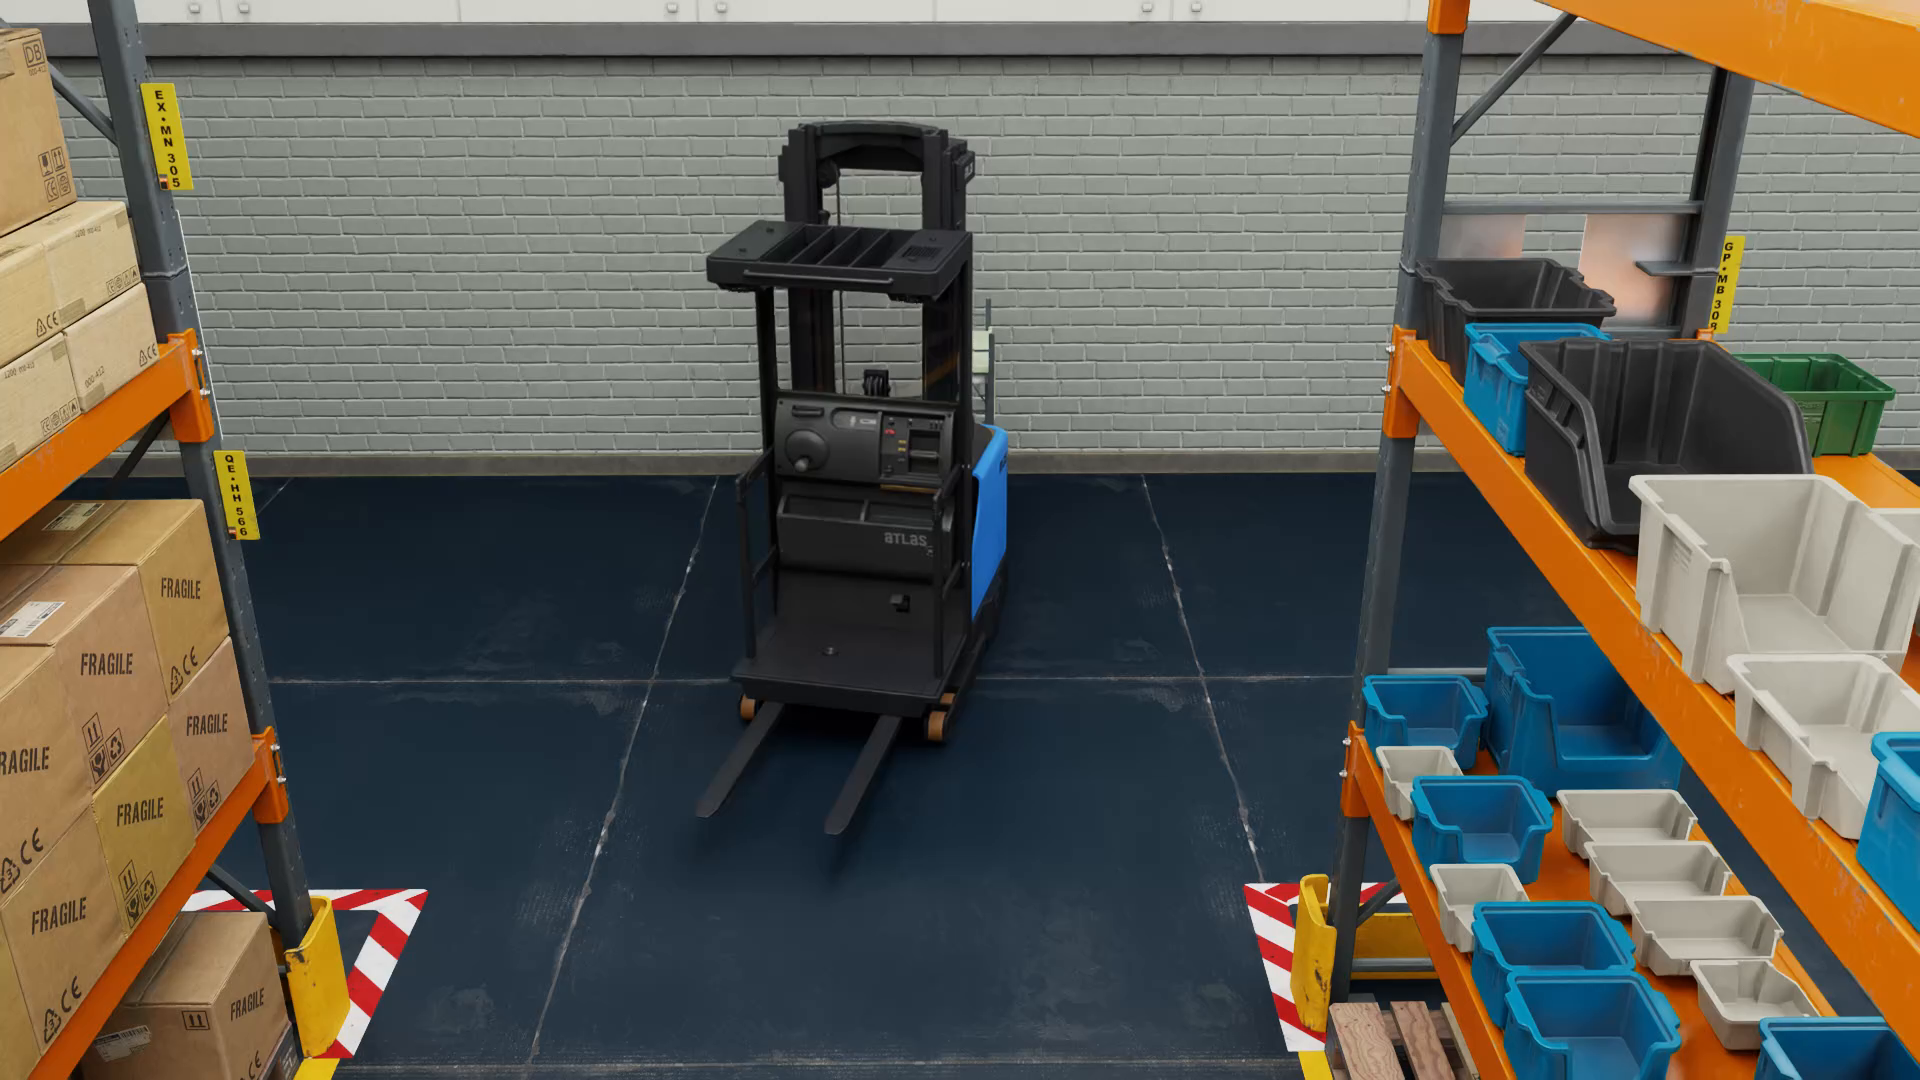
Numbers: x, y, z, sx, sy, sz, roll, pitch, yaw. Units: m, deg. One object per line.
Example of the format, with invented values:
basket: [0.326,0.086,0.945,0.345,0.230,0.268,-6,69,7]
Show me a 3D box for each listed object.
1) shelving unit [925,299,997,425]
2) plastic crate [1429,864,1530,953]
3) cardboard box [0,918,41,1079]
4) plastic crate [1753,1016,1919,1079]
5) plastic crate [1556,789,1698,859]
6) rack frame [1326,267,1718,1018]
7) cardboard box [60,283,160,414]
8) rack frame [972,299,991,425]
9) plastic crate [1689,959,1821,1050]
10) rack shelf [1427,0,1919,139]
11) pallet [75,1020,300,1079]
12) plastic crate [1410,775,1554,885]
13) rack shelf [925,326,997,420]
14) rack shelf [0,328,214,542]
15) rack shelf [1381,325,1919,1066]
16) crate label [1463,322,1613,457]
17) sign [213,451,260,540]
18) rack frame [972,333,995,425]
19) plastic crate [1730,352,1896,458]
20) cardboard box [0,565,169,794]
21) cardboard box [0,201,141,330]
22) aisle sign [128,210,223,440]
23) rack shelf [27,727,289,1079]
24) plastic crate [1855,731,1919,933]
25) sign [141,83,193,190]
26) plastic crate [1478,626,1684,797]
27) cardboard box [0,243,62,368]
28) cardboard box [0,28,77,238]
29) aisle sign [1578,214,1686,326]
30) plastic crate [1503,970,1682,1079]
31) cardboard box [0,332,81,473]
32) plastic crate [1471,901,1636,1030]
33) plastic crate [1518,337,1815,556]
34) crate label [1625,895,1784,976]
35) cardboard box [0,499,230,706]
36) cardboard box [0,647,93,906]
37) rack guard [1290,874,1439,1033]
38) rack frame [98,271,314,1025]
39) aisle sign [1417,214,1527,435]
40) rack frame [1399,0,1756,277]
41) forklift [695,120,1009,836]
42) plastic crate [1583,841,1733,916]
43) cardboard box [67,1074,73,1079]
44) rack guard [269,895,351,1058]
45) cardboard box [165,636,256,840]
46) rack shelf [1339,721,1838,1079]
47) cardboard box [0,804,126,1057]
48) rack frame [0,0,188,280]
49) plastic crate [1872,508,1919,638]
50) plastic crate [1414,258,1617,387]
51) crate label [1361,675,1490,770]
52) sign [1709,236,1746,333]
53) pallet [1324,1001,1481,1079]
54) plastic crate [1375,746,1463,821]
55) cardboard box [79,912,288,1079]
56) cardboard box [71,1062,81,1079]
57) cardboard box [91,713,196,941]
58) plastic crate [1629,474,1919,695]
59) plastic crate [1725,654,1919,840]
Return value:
shelving unit: [0.000,-0.681,10.435,0.431,1.500,0.755,0,24,-1]
plastic crate: [1.541,1.103,4.919,0.250,0.136,0.298,0,24,-1]
cardboard box: [-2.722,1.280,4.159,0.500,0.500,0.500,-1,24,-1]
plastic crate: [2.218,1.388,4.170,0.416,0.233,0.300,0,24,-1]
plastic crate: [2.129,0.922,5.318,0.396,0.136,0.243,0,24,-1]
rack frame: [1.939,0.494,6.017,1.000,3.000,0.127,0,24,-1]
cardboard box: [-2.745,-0.573,4.918,0.500,0.250,0.500,0,24,-1]
rack frame: [-0.004,-0.831,10.768,0.400,1.500,0.023,0,24,-1]
plastic crate: [2.167,1.279,4.530,0.298,0.136,0.250,0,24,-1]
rack shelf: [1.961,-0.905,3.189,1.077,0.370,4.000,0,24,-1]
pallet: [-3.003,2.146,5.750,1.003,0.211,1.213,0,24,-1]
plastic crate: [1.620,0.918,5.211,0.416,0.233,0.300,0,24,-1]
rack shelf: [0.000,-1.036,10.274,0.431,0.370,0.720,0,24,-1]
rack shelf: [-2.992,0.300,3.679,1.077,0.370,4.000,0,24,-1]
rack shelf: [1.961,0.280,3.725,1.077,0.370,4.000,0,24,-1]
crate label: [1.626,-0.423,4.585,0.408,0.251,0.502,0,24,-1]
sign: [-2.459,-0.151,5.654,0.100,0.325,0.005,0,24,-1]
rack frame: [0.004,-0.530,10.101,0.400,1.500,0.023,0,24,-1]
plastic crate: [2.236,-0.371,4.546,0.450,0.188,0.336,0,24,-1]
cardboard box: [-2.728,0.404,4.881,0.500,0.500,0.500,0,24,1]
cardboard box: [-2.753,-0.800,4.815,0.500,0.250,0.500,0,24,-1]
aisle sign: [-2.708,-0.699,5.500,0.394,0.787,0.004,0,24,-1]
rack shelf: [-2.992,1.667,4.297,1.077,0.370,4.000,0,24,-1]
plastic crate: [1.654,0.479,2.615,0.416,0.233,0.300,0,24,-1]
sign: [-2.459,-1.249,5.158,0.100,0.325,0.005,0,24,-1]
plastic crate: [2.130,0.588,5.694,0.616,0.435,0.499,0,24,-1]
cardboard box: [-2.748,-0.594,4.360,0.500,0.250,0.500,0,24,-1]
cardboard box: [-2.992,-1.141,4.658,0.700,0.500,0.500,0,24,-1]
aisle sign: [2.231,-0.721,5.549,0.394,0.787,0.004,0,24,-1]
plastic crate: [1.630,1.313,4.338,0.416,0.233,0.300,0,24,-1]
cardboard box: [-2.750,-0.367,4.463,0.500,0.250,0.500,0,24,-1]
plastic crate: [1.627,1.189,4.611,0.416,0.233,0.300,0,24,-1]
plastic crate: [1.681,-0.213,4.017,0.504,0.338,0.767,0,24,-1]
crate label: [2.145,1.157,4.800,0.396,0.136,0.243,0,24,-1]
cardboard box: [-2.734,0.196,5.341,0.500,0.500,0.500,0,24,-1]
cardboard box: [-2.717,0.618,4.409,0.500,0.500,0.500,0,24,1]
rack guard: [1.926,1.624,6.554,1.175,0.500,0.348,0,24,-1]
rack frame: [-3.014,0.515,5.971,1.000,3.000,0.127,0,24,-1]
aisle sign: [1.641,-0.718,5.544,0.394,0.787,0.004,0,24,-1]
rack frame: [1.939,-2.239,4.780,1.000,3.000,0.127,0,24,-1]
forklift: [-0.533,-0.471,8.235,1.130,2.935,3.031,5,25,11]
plastic crate: [2.118,1.042,5.053,0.396,0.136,0.243,0,24,-1]
cardboard box: [-3.286,1.999,5.493,0.500,0.250,0.500,0,24,-1]
rack guard: [-3.013,1.685,6.417,1.175,0.500,0.348,0,24,-1]
cardboard box: [-2.737,0.653,5.545,0.500,0.500,0.500,0,24,1]
rack shelf: [1.961,1.646,4.343,1.077,0.370,4.000,0,24,-1]
cardboard box: [-2.728,1.072,4.618,0.500,0.500,0.500,0,24,0]
rack frame: [-3.014,-2.218,4.735,1.000,3.000,0.127,0,24,-1]
plastic crate: [2.210,0.098,3.573,0.437,0.136,0.530,0,24,-1]
plastic crate: [1.665,-0.653,5.072,0.497,0.269,0.590,0,24,-1]
crate label: [1.613,0.647,5.811,0.416,0.233,0.303,0,24,-1]
sign: [2.489,-0.834,5.440,0.100,0.325,0.005,0,24,-1]
pallet: [1.909,2.105,5.840,1.003,0.211,1.213,0,24,-1]
plastic crate: [1.533,0.823,5.537,0.250,0.136,0.298,0,24,-1]
cardboard box: [-2.762,1.677,5.902,0.500,0.500,0.500,0,24,-1]
cardboard box: [-3.350,1.883,5.851,0.380,0.166,0.250,0,24,-1]
cardboard box: [-2.728,0.867,5.072,0.500,0.500,0.500,0,24,0]
plastic crate: [1.655,0.096,3.401,0.437,0.282,0.530,0,24,-1]
plastic crate: [1.588,0.374,2.964,0.293,0.136,0.466,0,24,-1]
